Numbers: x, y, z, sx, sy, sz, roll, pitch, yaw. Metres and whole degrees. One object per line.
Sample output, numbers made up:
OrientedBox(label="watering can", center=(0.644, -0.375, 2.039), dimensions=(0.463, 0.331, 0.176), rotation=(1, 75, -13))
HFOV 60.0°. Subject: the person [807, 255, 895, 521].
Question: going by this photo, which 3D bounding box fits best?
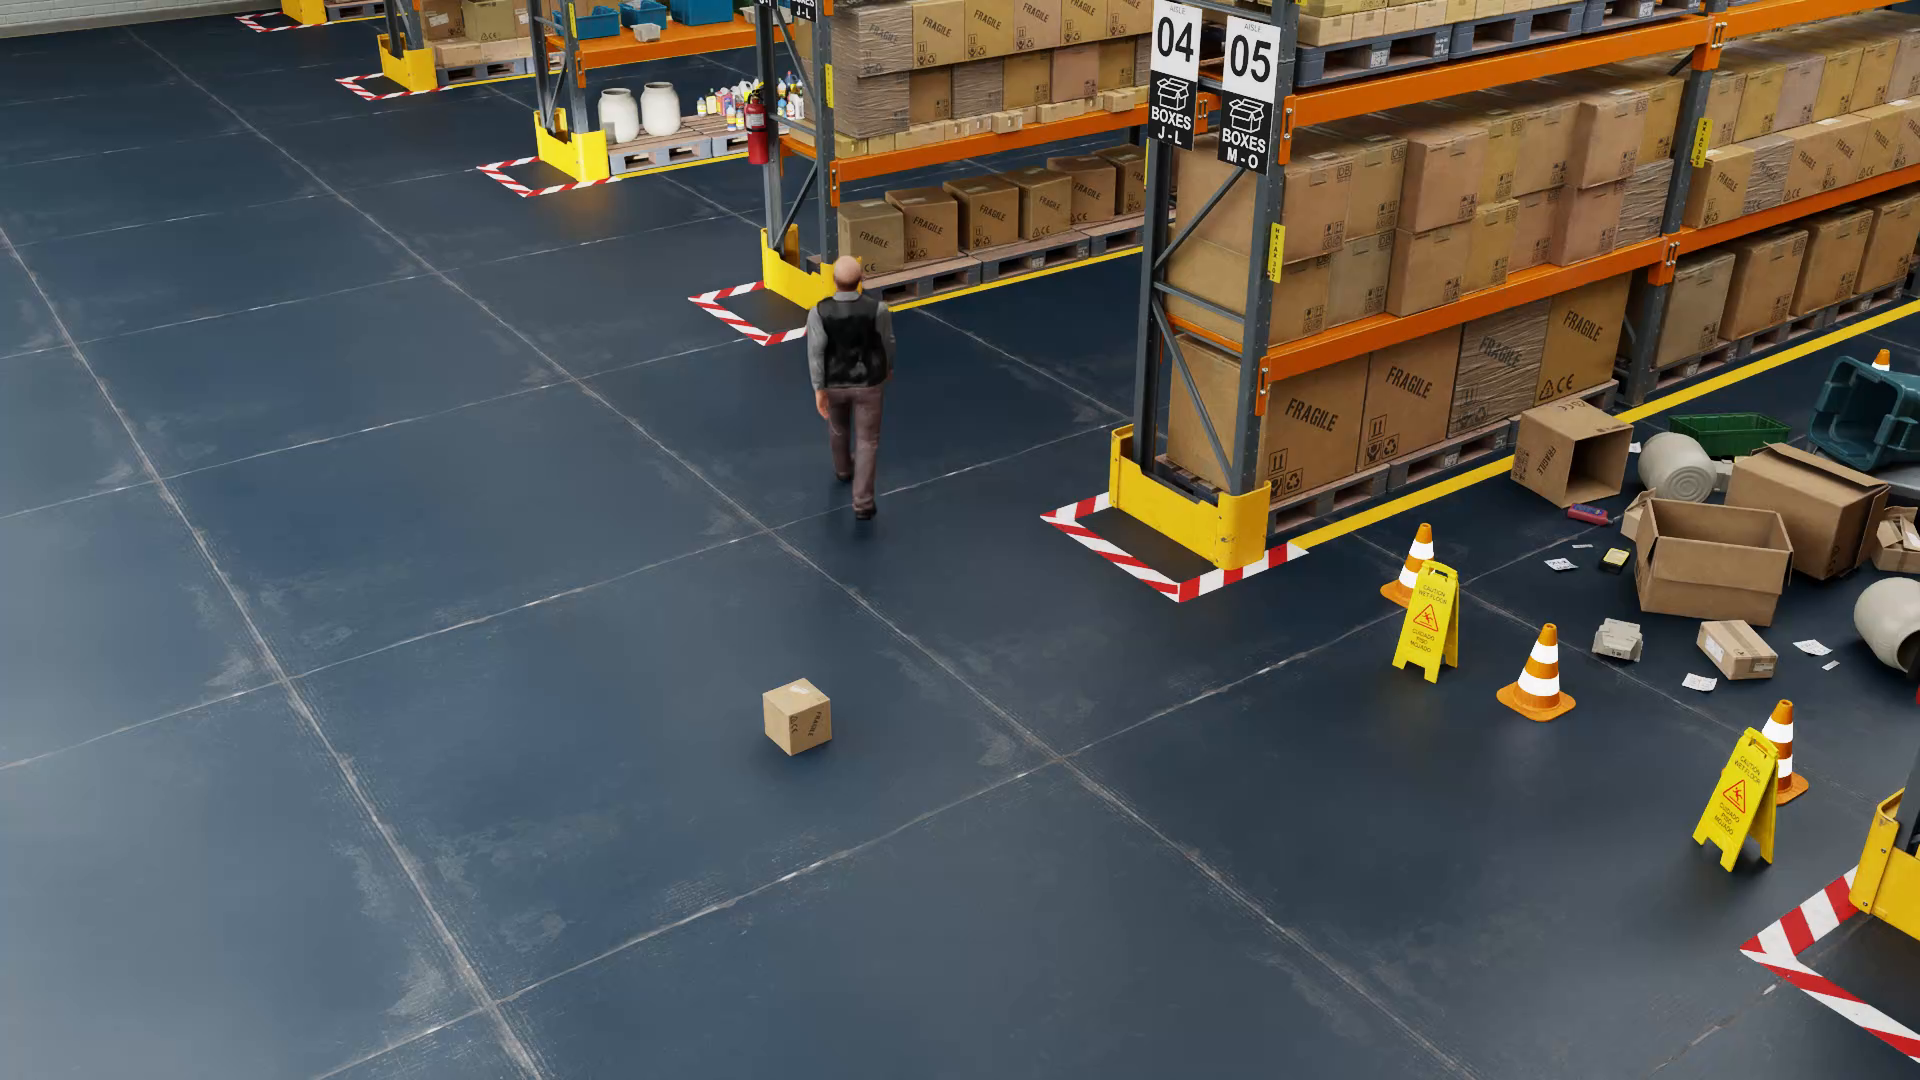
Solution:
OrientedBox(label="person", center=(-0.672, -1.015, 10.535), dimensions=(0.535, 1.675, 1.030), rotation=(1, 28, 3))
